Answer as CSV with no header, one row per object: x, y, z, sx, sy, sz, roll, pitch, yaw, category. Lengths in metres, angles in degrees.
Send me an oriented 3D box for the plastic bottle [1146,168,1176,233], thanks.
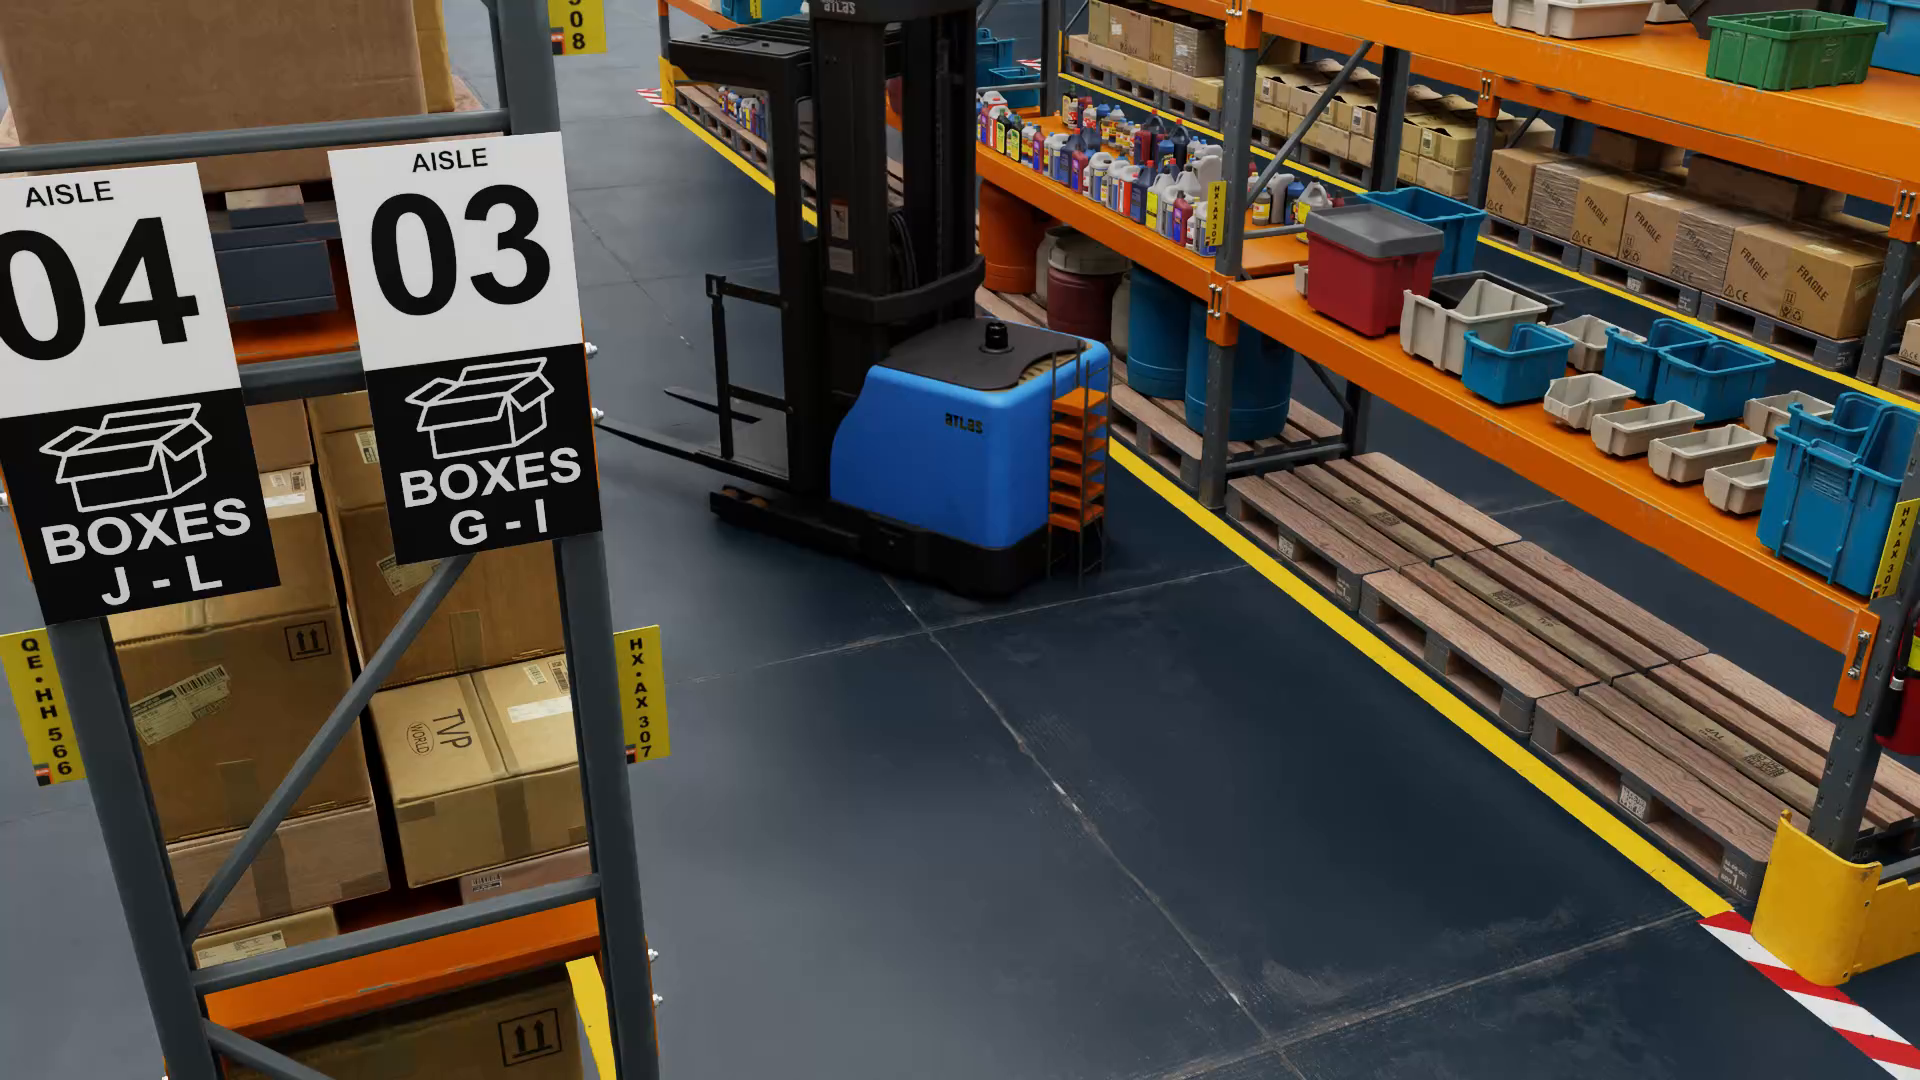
1.134,-1.906,9.292,0.144,0.351,0.185,-11,28,-21,plastic bottle

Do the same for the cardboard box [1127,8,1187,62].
2.245,-5.737,18.882,0.500,0.500,0.500,-11,28,-21,cardboard box

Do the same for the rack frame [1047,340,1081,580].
0.508,-0.381,8.162,0.006,1.200,0.240,17,31,31,rack frame

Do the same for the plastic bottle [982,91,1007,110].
0.241,-2.969,11.553,0.152,0.276,0.135,-11,28,-21,plastic bottle

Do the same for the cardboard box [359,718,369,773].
-1.828,0.431,4.281,0.500,0.250,0.500,-11,28,-21,cardboard box

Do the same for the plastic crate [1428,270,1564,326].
2.481,-1.111,7.853,0.437,0.125,0.590,-11,28,-21,plastic crate

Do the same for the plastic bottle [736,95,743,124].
-2.228,-4.384,16.918,0.097,0.271,0.097,0,26,0,plastic bottle

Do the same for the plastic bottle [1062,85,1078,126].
0.780,-3.086,11.785,0.061,0.283,0.133,-11,28,-21,plastic bottle

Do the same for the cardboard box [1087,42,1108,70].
1.860,-5.805,19.876,0.500,0.250,0.500,-11,28,-21,cardboard box

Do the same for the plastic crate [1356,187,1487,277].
2.292,-1.504,8.361,0.392,0.384,0.575,-11,28,-21,plastic crate

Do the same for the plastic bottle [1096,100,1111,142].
0.975,-2.859,11.334,0.097,0.271,0.097,0,26,0,plastic bottle

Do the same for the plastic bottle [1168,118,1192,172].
1.376,-2.455,10.416,0.144,0.351,0.185,-11,28,-21,plastic bottle

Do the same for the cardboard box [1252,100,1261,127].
3.151,-4.441,17.082,0.500,0.250,0.500,-11,28,-22,cardboard box

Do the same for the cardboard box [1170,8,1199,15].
2.739,-5.829,19.071,0.500,0.500,0.500,-11,28,-21,cardboard box

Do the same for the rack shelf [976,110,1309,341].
1.012,-2.098,10.448,1.077,0.370,4.000,-11,28,-21,rack shelf

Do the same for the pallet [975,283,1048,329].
0.576,-1.664,11.918,1.003,0.211,1.213,-11,28,-21,pallet

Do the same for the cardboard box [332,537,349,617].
-1.538,0.133,4.890,0.500,0.250,0.500,-12,28,-22,cardboard box

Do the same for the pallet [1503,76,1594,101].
5.118,-3.730,13.190,1.213,0.211,1.003,-11,28,-21,pallet

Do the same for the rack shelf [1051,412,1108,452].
0.583,-0.533,8.028,0.180,0.103,0.258,17,31,31,rack shelf

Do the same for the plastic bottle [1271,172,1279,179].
1.801,-2.008,9.589,0.097,0.271,0.097,0,26,0,plastic bottle

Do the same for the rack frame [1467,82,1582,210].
4.788,-4.078,13.684,1.000,3.000,0.127,-11,28,-21,rack frame

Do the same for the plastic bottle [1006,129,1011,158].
0.354,-2.617,10.917,0.097,0.201,0.097,0,26,0,plastic bottle

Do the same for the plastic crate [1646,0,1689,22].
2.778,-2.241,6.638,0.437,0.282,0.530,-11,28,-21,plastic crate

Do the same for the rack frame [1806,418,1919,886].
3.362,0.001,5.329,1.000,3.000,0.127,-11,28,-21,rack frame

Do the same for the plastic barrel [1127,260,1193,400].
1.321,-1.368,10.046,0.600,0.901,0.708,-11,28,-21,plastic barrel

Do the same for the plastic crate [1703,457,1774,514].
2.876,-0.206,5.984,0.396,0.136,0.243,-11,28,-21,plastic crate

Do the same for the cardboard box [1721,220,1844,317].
5.712,-1.889,11.547,0.500,0.500,0.500,-10,28,-20,cardboard box

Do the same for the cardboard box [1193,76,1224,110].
2.839,-4.796,17.809,0.500,0.250,0.500,-11,28,-21,cardboard box

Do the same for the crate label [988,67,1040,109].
0.409,-3.388,12.461,0.303,0.233,0.416,-11,28,-21,crate label

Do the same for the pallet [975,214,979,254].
-0.039,-2.295,13.210,1.003,0.211,1.213,-11,28,-21,pallet

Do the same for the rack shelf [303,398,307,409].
-3.545,-1.247,8.705,1.077,0.370,4.000,-11,28,-21,rack shelf

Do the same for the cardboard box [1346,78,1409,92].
4.047,-4.373,16.304,0.500,0.311,0.500,-11,28,-21,cardboard box

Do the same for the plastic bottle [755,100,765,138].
-1.930,-4.139,16.326,0.144,0.351,0.185,-12,29,-23,plastic bottle

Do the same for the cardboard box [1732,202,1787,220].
5.981,-2.191,12.167,0.500,0.500,0.500,-10,28,-20,cardboard box

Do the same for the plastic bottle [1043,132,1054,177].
0.573,-2.423,10.440,0.097,0.271,0.097,0,26,0,plastic bottle

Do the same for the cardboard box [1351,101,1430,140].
3.952,-3.865,15.264,0.500,0.311,0.500,-11,28,-21,cardboard box

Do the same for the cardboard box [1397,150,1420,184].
4.152,-3.409,14.969,0.500,0.250,0.500,-11,28,-21,cardboard box

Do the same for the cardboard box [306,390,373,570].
-1.539,-0.201,4.721,0.500,0.500,0.500,-11,28,-22,cardboard box

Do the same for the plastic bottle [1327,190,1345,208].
2.044,-1.783,9.115,0.061,0.283,0.133,-11,28,-21,plastic bottle

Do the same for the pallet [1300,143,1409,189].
4.028,-3.656,15.997,1.003,0.211,1.213,-11,28,-21,pallet

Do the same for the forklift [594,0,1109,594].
-0.731,-1.545,8.574,3.031,2.935,1.130,17,31,31,forklift

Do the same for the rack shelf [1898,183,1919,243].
7.138,-1.333,8.881,1.077,0.370,4.000,-11,28,-21,rack shelf

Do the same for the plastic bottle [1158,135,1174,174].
1.282,-2.381,10.355,0.097,0.271,0.097,0,26,0,plastic bottle

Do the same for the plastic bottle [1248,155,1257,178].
1.696,-2.141,9.850,0.061,0.283,0.133,-11,28,-21,plastic bottle

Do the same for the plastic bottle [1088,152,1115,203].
0.859,-2.161,9.898,0.152,0.276,0.135,-11,28,-21,plastic bottle

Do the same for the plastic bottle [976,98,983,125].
0.121,-2.889,11.395,0.097,0.271,0.097,0,26,0,plastic bottle

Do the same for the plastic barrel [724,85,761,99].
-2.380,-5.074,18.080,0.421,0.512,0.421,0,26,0,plastic barrel

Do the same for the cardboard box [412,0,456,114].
-1.558,-1.223,3.711,0.700,0.500,0.500,-12,28,-22,cardboard box

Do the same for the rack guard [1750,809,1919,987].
3.383,1.132,5.862,1.175,0.500,0.348,-11,28,-21,rack guard

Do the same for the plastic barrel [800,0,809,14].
-1.165,-4.481,14.353,0.433,0.535,0.433,0,26,0,plastic barrel

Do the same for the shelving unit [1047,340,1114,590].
0.583,-0.357,8.114,0.189,1.200,0.258,17,31,31,shelving unit

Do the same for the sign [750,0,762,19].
-1.848,-4.878,15.006,0.100,0.325,0.005,-11,28,-21,sign

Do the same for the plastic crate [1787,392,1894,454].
3.310,-0.373,6.217,0.416,0.233,0.300,-11,28,-21,plastic crate

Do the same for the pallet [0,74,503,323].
-1.496,-0.754,3.557,1.003,0.211,1.213,-11,28,-21,pallet

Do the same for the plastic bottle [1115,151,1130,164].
0.967,-2.187,9.958,0.097,0.271,0.097,0,26,0,plastic bottle

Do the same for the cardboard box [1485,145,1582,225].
4.703,-2.920,13.659,0.500,0.500,0.500,-9,28,-18,cardboard box

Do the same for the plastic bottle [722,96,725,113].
-2.440,-4.571,17.382,0.097,0.201,0.097,0,26,0,plastic bottle

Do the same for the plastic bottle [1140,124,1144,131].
1.227,-2.625,10.840,0.061,0.283,0.133,-11,28,-21,plastic bottle
